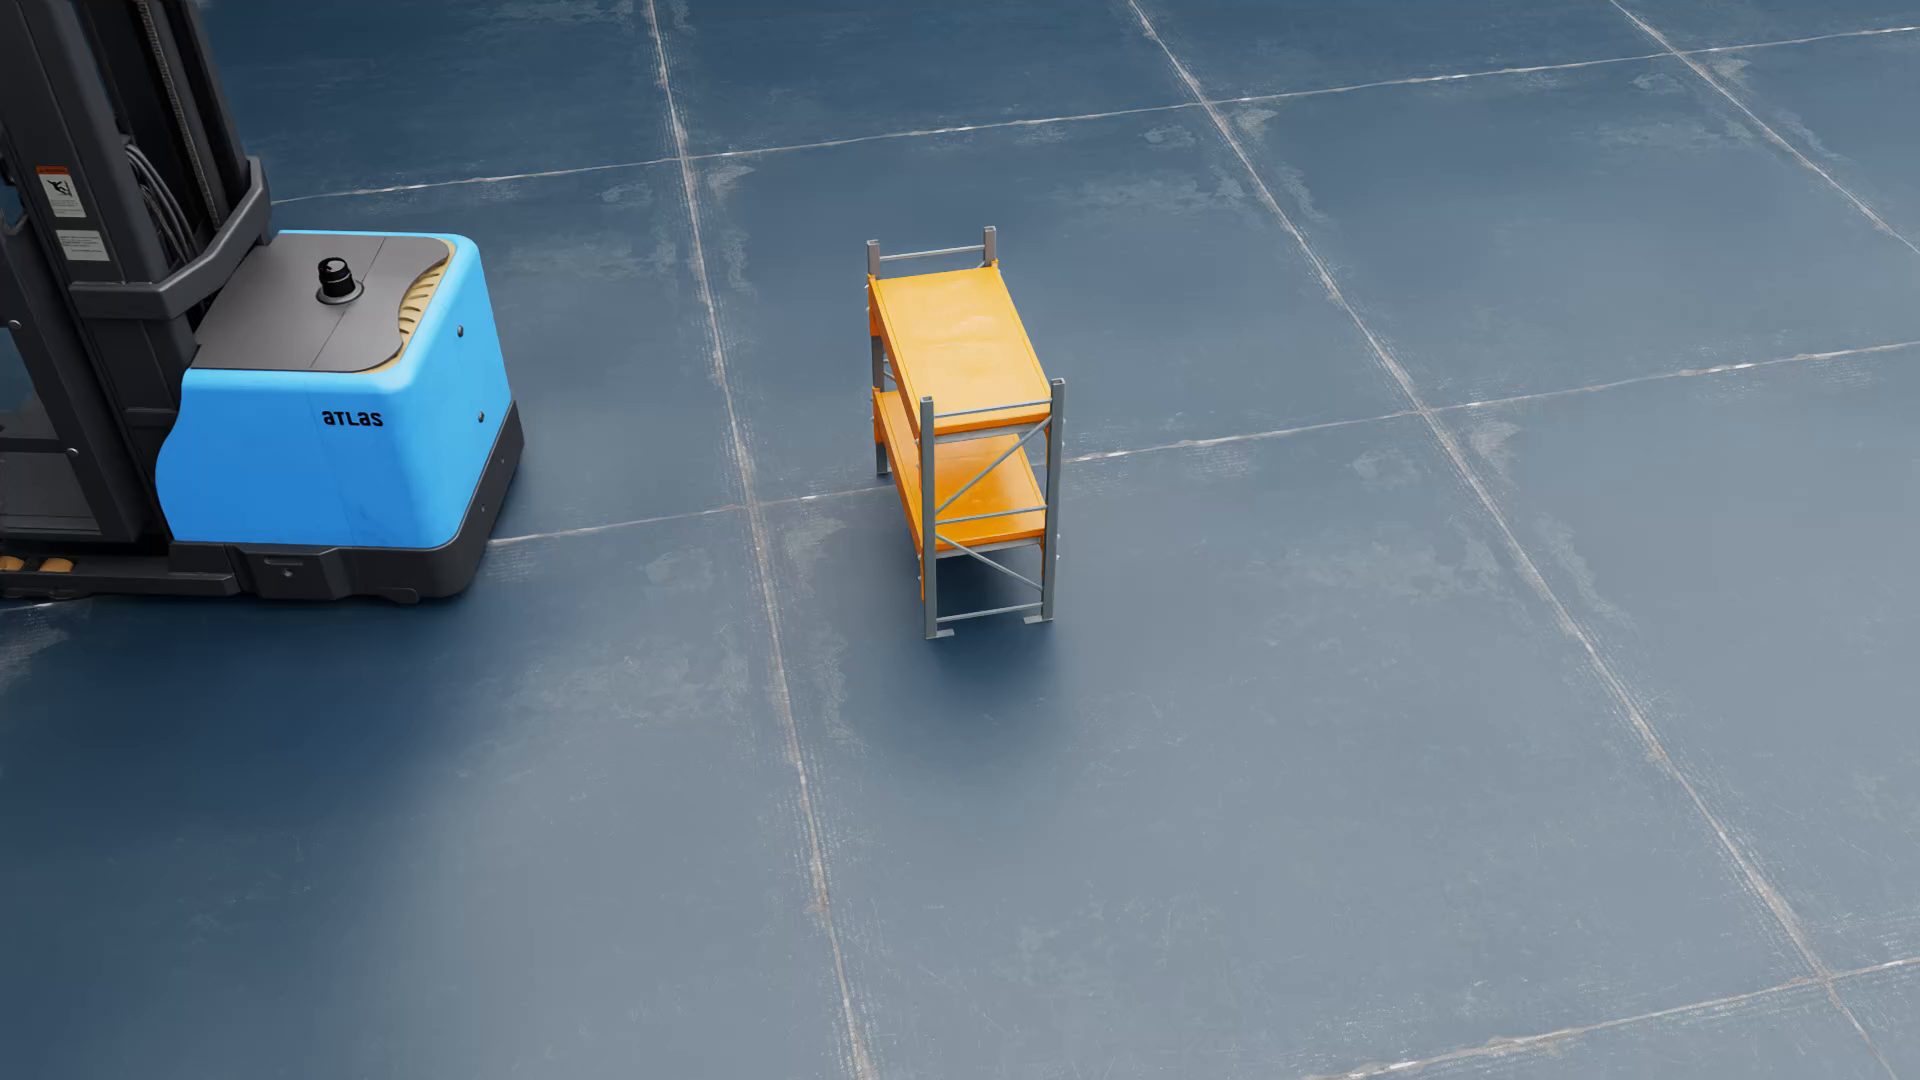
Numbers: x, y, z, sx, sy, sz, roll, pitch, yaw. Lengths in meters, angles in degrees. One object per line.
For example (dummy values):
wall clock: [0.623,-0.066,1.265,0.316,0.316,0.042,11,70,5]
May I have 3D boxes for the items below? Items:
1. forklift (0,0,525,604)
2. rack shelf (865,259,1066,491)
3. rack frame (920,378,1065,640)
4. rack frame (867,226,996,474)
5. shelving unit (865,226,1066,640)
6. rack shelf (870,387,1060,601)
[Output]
forklift: [-3.393,-1.213,5.909,3.031,2.935,1.130,2,42,2]
rack shelf: [0.001,-0.635,6.177,0.538,0.278,1.000,-8,42,-9]
rack frame: [0.111,-0.087,6.000,0.500,1.125,0.032,-8,42,-9]
rack frame: [-0.108,-0.746,6.743,0.500,1.125,0.032,-8,42,-9]
shelving unit: [0.001,-0.416,6.372,0.538,1.125,1.048,-8,42,-9]
rack shelf: [0.001,-0.233,6.534,0.538,0.278,1.000,-8,42,-9]
